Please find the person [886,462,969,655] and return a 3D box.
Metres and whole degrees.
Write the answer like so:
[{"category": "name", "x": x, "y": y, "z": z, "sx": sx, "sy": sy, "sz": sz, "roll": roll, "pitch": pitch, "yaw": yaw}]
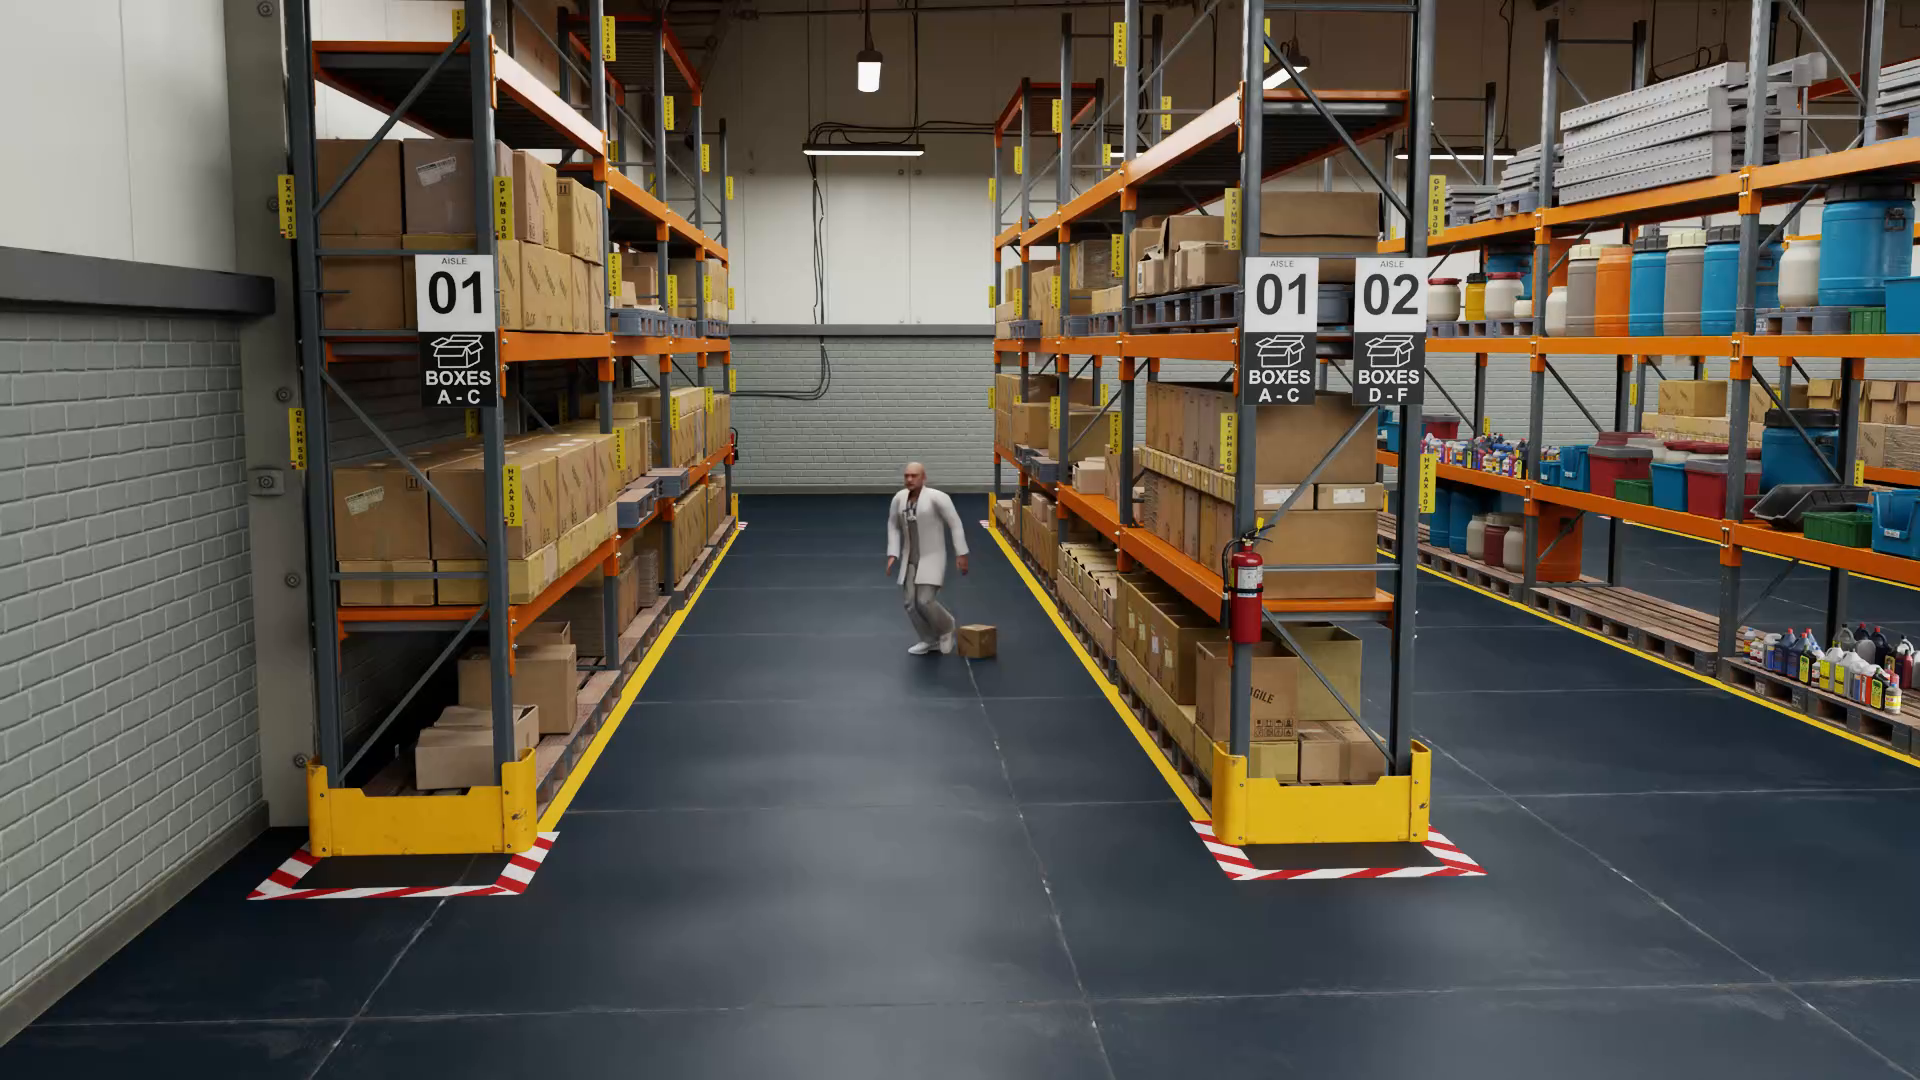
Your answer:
[{"category": "person", "x": -0.271, "y": 0.167, "z": 14.634, "sx": 0.733, "sy": 1.721, "sz": 0.615, "roll": 5, "pitch": 8, "yaw": 36}]
